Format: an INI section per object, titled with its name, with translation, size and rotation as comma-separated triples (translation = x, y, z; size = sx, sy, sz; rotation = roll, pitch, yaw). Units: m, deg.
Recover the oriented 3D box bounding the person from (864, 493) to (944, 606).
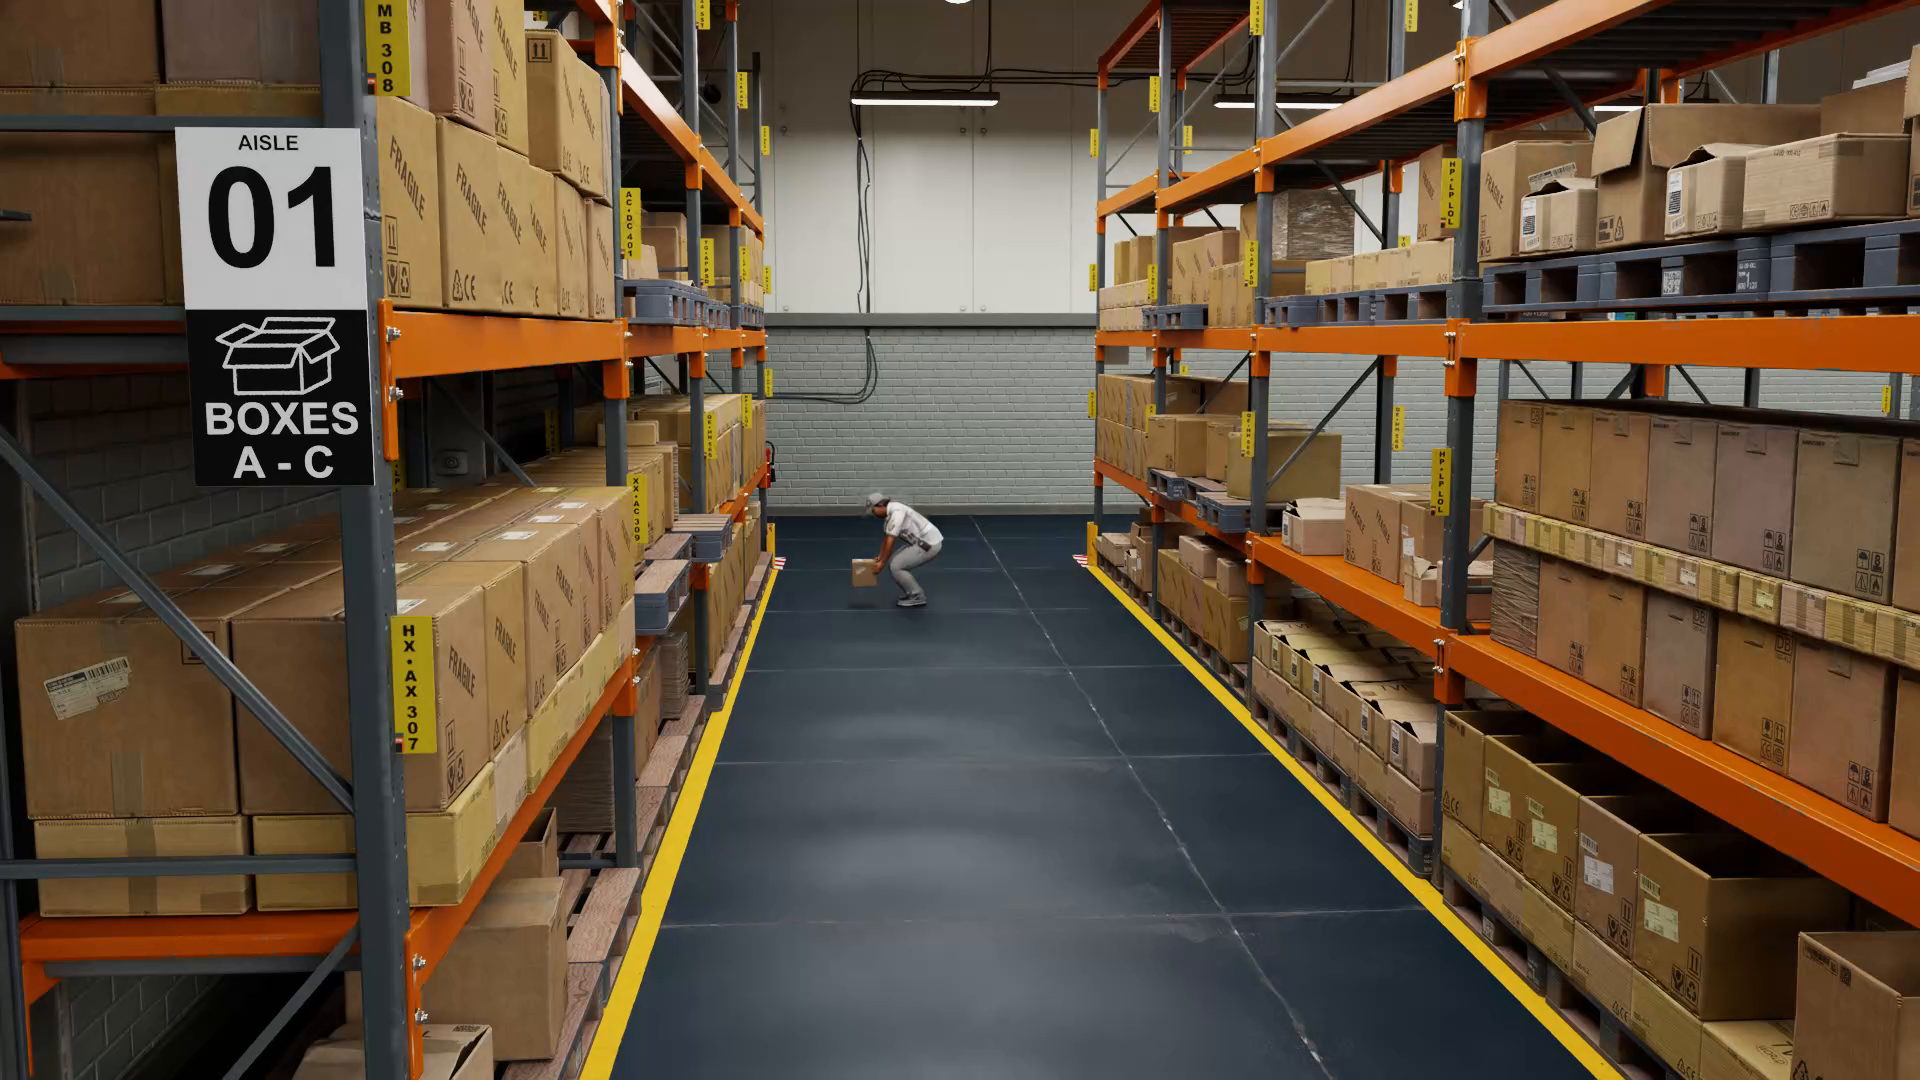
[person]
translation = -0.577, 0.090, 17.122
size = 0.817, 1.158, 0.539
rotation = 0, 7, -4
